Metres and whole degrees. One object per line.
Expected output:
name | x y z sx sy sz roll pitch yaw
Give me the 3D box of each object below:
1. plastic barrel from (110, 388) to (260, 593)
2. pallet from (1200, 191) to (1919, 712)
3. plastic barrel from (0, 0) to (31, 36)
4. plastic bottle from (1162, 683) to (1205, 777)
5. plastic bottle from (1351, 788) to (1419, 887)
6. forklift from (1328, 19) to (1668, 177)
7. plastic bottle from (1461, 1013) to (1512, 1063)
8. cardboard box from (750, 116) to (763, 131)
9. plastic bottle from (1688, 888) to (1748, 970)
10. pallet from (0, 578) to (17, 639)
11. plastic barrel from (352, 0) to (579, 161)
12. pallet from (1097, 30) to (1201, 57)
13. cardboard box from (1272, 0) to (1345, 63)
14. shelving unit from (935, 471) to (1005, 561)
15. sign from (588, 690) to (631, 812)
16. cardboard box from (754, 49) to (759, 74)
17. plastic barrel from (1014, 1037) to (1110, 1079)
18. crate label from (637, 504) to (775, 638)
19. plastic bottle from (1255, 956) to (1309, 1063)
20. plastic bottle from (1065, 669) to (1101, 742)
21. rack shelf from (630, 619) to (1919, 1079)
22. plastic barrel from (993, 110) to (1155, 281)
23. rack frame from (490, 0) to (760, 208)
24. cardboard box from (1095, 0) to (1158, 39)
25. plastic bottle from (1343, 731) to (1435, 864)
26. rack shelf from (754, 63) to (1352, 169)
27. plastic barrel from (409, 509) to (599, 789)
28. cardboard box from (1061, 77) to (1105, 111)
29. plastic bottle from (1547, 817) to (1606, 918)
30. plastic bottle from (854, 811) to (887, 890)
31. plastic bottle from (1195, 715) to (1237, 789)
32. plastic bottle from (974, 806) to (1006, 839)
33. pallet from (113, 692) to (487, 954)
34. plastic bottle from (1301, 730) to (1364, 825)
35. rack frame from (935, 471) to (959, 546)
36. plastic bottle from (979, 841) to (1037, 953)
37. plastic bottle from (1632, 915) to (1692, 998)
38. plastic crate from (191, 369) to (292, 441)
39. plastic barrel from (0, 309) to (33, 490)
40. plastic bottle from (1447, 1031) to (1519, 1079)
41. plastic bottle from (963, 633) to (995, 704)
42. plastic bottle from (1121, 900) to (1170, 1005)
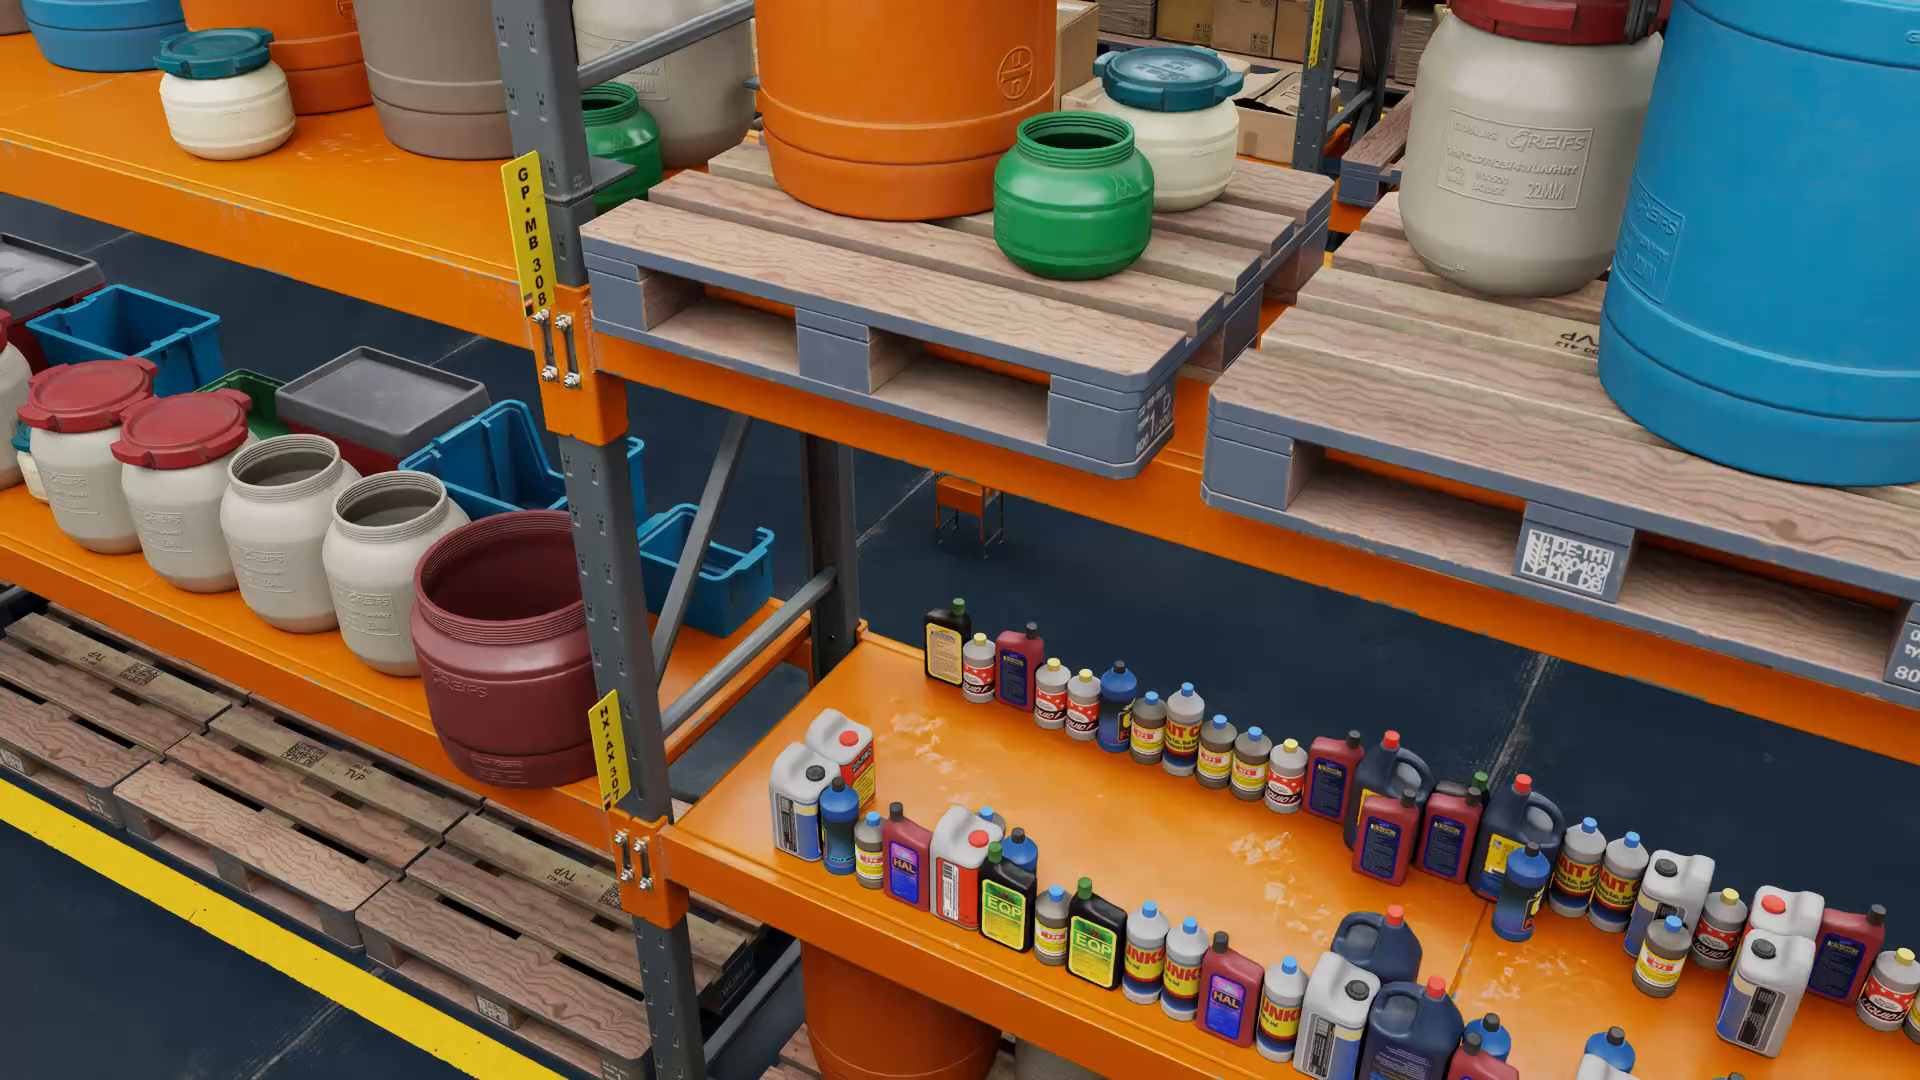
plastic barrel | -2.337 -0.143 5.136 0.433 0.535 0.433 0 34 0
pallet | 1.160 -0.225 2.845 1.213 0.211 1.003 18 37 24
plastic barrel | -2.954 -2.018 4.915 0.600 0.901 0.600 0 34 0
plastic bottle | 0.594 0.495 4.417 0.097 0.271 0.097 0 34 0
plastic bottle | 1.046 0.713 4.078 0.133 0.283 0.061 18 37 24
forklift | 3.629 -2.934 9.511 3.031 2.935 1.130 17 37 24
plastic bottle | 1.099 1.100 3.507 0.097 0.271 0.097 0 34 0
cardboard box | -1.116 -2.449 10.317 0.500 0.311 0.500 18 37 24
plastic bottle | 1.771 0.897 3.876 0.097 0.201 0.097 0 34 0
pallet | -4.633 0.180 7.289 1.213 0.211 1.003 18 37 24
plastic barrel | -1.203 -1.463 4.082 0.600 0.901 0.600 0 34 0
pallet | 1.521 -4.169 13.820 1.213 0.211 1.003 18 37 24
cardboard box | 2.832 -4.079 13.028 0.500 0.500 0.700 17 37 24
shelving unit | 0.046 -0.422 7.437 0.252 1.050 0.215 18 37 24
sign | -0.865 0.523 4.111 0.005 0.325 0.100 18 37 24
cardboard box | -0.942 -2.712 9.343 0.250 0.149 0.380 18 37 24
plastic barrel | 0.370 1.424 4.771 0.421 0.512 0.421 0 34 0
crate label | -0.778 0.098 5.048 0.416 0.233 0.303 18 37 24
plastic bottle | 0.707 1.015 3.635 0.097 0.271 0.097 0 34 0
plastic bottle | 0.341 0.444 4.557 0.097 0.201 0.097 0 34 0
rack shelf | 1.138 1.174 3.930 4.000 0.370 1.077 18 37 24
plastic barrel | 0.208 -0.632 3.048 0.294 0.245 0.294 0 34 0
rack frame | -0.598 -2.173 2.894 0.127 3.000 1.000 18 37 24
cardboard box | 1.492 -4.491 13.647 0.500 0.500 0.700 19 38 26
plastic bottle | 1.075 0.629 4.144 0.185 0.351 0.144 18 37 24
rack shelf | 0.126 -2.309 9.160 4.000 0.370 1.077 18 37 24
plastic barrel | -1.151 0.286 4.492 0.708 0.536 0.600 18 37 24
cardboard box | 0.728 -2.277 8.690 0.250 0.149 0.380 21 39 28
plastic bottle | 1.485 0.777 3.993 0.097 0.271 0.097 0 34 0
plastic bottle | -0.211 0.753 4.092 0.097 0.201 0.097 0 34 0
plastic bottle | 0.679 0.551 4.396 0.097 0.201 0.097 0 34 0
plastic bottle | 0.065 0.744 4.106 0.097 0.201 0.097 0 34 0
pallet | -2.307 0.917 6.182 1.213 0.211 1.003 18 37 24
plastic bottle | 0.957 0.593 4.258 0.133 0.283 0.061 18 37 24
rack frame | -0.059 -0.456 7.487 0.008 1.050 0.200 18 37 24
plastic bottle | 0.113 0.833 3.897 0.133 0.283 0.061 18 37 24
plastic bottle | 1.611 0.943 3.807 0.097 0.201 0.097 0 34 0
plastic crate | -2.419 -0.344 5.752 0.662 0.188 0.450 18 37 24
plastic barrel | -3.349 -0.464 5.617 0.433 0.535 0.433 0 34 0
plastic bottle | 1.075 1.138 3.439 0.133 0.283 0.061 18 37 24
plastic bottle | 0.056 0.353 4.692 0.097 0.201 0.097 0 34 0
plastic bottle | 0.422 0.925 3.771 0.097 0.271 0.097 0 34 0
